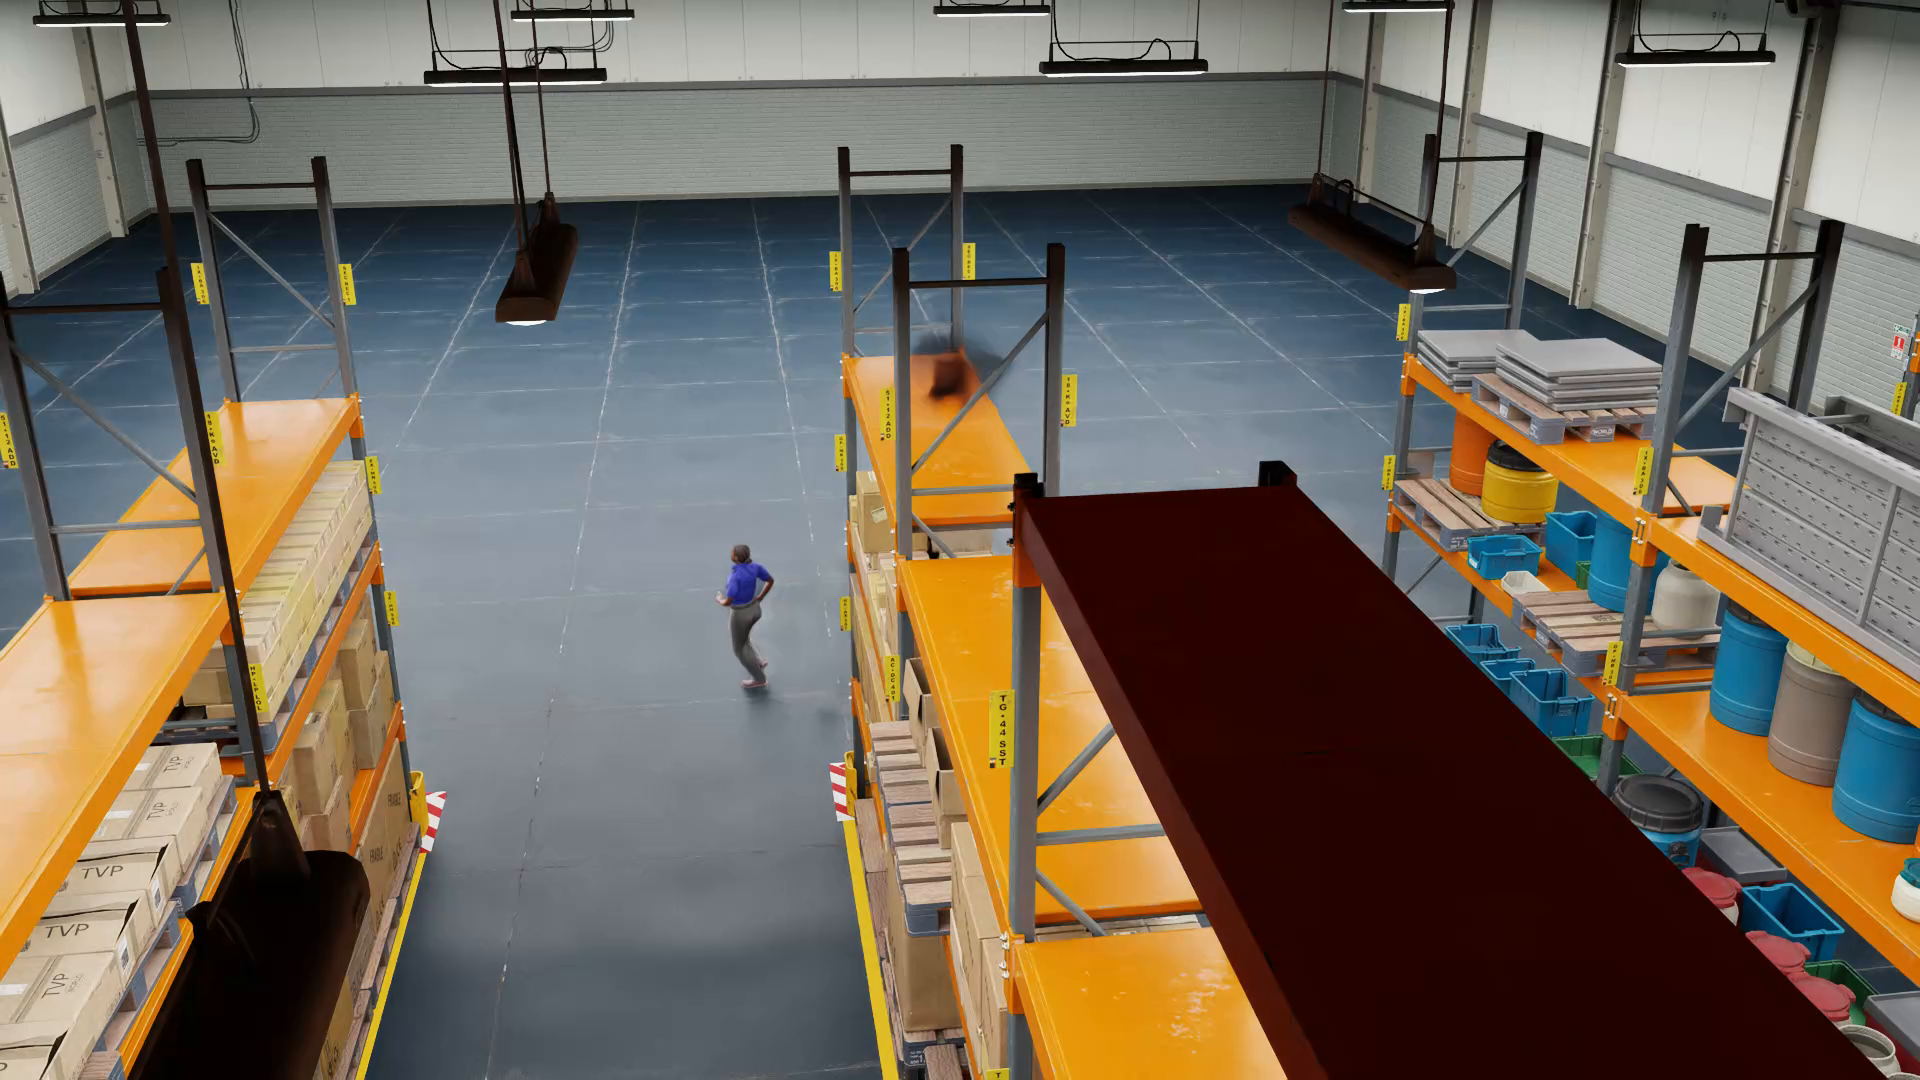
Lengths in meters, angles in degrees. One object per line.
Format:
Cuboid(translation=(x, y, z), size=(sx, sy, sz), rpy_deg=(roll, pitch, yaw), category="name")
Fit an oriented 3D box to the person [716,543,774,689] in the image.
Cuboid(translation=(-2.284, 0.820, 17.456), size=(0.543, 1.535, 0.633), rpy_deg=(12, 25, 28), category="person")
